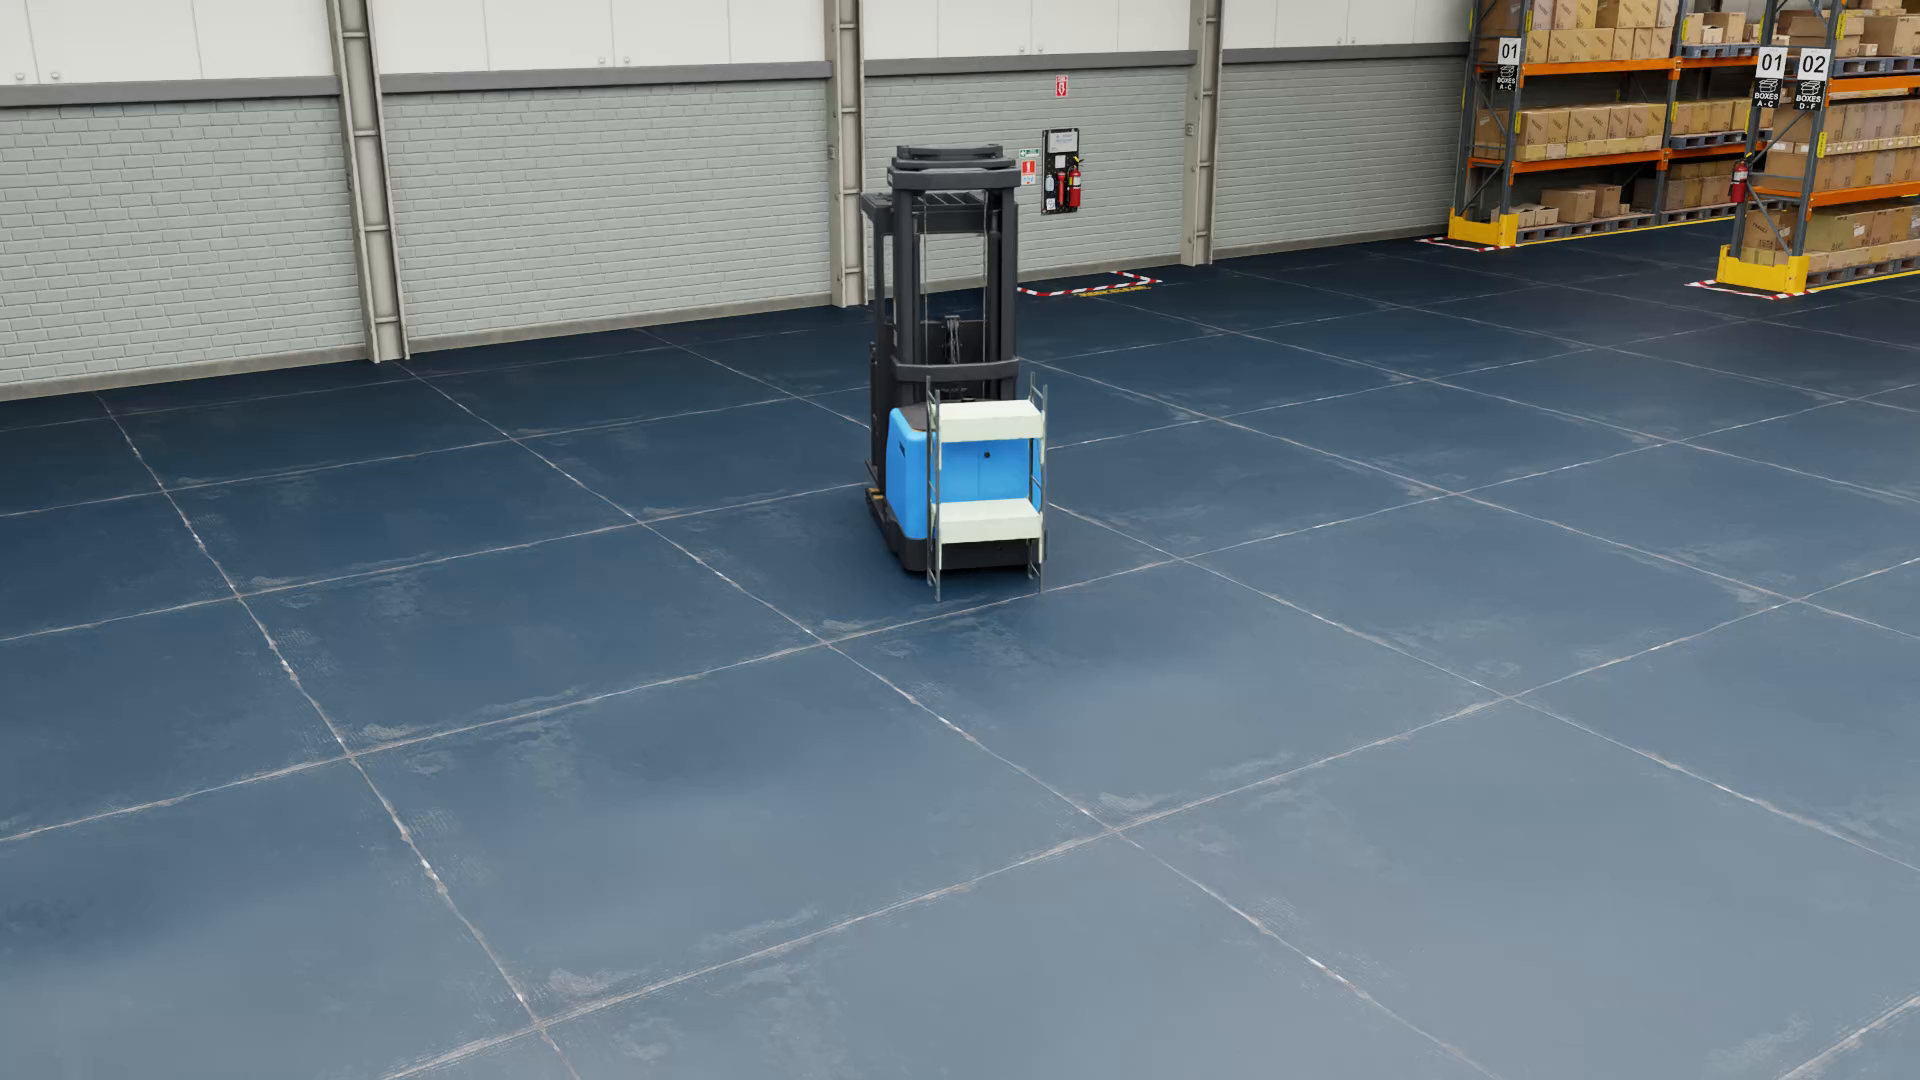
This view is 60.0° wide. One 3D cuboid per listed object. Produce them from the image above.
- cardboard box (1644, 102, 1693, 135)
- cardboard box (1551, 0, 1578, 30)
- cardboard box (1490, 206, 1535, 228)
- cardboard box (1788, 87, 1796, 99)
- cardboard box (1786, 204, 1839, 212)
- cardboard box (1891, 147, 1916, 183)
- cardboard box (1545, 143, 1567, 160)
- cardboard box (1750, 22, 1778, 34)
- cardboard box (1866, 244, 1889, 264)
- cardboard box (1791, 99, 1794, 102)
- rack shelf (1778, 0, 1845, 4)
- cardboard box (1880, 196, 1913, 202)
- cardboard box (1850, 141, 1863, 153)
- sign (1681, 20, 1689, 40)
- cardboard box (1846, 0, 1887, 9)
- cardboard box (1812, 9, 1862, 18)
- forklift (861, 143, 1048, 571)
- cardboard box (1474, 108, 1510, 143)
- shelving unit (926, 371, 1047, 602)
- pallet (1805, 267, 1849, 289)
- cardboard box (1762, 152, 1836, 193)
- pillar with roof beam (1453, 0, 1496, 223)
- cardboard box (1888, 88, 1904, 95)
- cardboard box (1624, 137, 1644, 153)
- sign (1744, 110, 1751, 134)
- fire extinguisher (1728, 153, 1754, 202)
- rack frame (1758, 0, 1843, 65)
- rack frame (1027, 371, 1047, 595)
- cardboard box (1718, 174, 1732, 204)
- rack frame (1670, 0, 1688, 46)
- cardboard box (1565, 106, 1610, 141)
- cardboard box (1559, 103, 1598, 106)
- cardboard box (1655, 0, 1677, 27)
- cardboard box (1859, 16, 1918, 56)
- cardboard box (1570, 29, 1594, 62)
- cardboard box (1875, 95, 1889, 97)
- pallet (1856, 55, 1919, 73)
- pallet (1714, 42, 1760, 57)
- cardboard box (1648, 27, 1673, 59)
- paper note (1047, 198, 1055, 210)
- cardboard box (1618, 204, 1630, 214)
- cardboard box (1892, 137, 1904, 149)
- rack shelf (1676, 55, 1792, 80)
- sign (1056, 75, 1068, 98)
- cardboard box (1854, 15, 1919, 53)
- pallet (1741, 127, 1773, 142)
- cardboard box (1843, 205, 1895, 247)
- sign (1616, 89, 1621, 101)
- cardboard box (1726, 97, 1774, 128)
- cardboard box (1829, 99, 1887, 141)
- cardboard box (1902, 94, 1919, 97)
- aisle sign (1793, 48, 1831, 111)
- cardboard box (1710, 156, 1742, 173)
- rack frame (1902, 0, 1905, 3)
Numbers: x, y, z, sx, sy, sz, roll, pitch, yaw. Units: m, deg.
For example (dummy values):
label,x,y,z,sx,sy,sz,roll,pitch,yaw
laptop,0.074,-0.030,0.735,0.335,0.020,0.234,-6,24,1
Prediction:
label,x,y,z,sx,sy,sz,roll,pitch,yaw
cardboard box,12.242,-7.333,28.908,0.500,0.500,0.700,-12,22,-31
cardboard box,9.359,-8.321,26.242,0.500,0.500,0.500,-12,22,-32
cardboard box,9.085,-5.324,27.322,0.500,0.311,0.500,-15,24,-37
cardboard box,15.684,-8.270,30.701,0.500,0.250,0.500,-11,22,-30
cardboard box,12.296,-4.573,24.055,0.500,0.500,0.500,-12,22,-31
cardboard box,13.300,-5.458,24.048,0.500,0.500,0.700,-12,22,-31
cardboard box,9.465,-6.327,26.978,0.500,0.250,0.500,-13,22,-33
cardboard box,14.411,-9.114,30.148,0.500,0.500,0.500,-12,22,-31
cardboard box,13.009,-4.163,24.012,0.500,0.250,0.500,-12,22,-31
cardboard box,15.685,-7.916,30.824,0.500,0.500,0.500,-11,22,-30
rack shelf,12.855,-7.632,23.015,4.000,0.370,1.077,-12,22,-31
cardboard box,13.966,-4.926,25.098,0.500,0.500,0.500,-12,22,-31
cardboard box,12.271,-5.468,23.067,0.250,0.149,0.380,-12,22,-32
sign,12.103,-8.519,27.768,0.005,0.325,0.100,-12,22,-31
cardboard box,17.220,-10.216,31.583,0.500,0.250,0.500,-13,22,-33
cardboard box,16.395,-9.680,31.167,0.500,0.500,0.700,-11,21,-29
forklift,-0.154,-1.599,12.899,1.130,2.935,3.031,-4,19,-10
cardboard box,8.734,-6.725,26.987,0.500,0.500,0.500,-12,22,-32
shelving unit,0.175,-0.368,11.480,0.755,1.500,0.431,-4,20,-10
pallet,11.800,-3.793,23.633,1.213,0.211,1.003,-12,22,-31
cardboard box,11.582,-5.094,22.972,0.500,0.500,0.700,-12,22,-31
pillar with roof beam,10.934,-8.337,23.354,0.400,9.000,9.100,-12,22,-31
cardboard box,17.798,-8.720,32.033,0.500,0.250,0.500,-11,22,-30
cardboard box,11.148,-6.685,28.037,0.500,0.250,0.500,-12,22,-31
sign,10.898,-5.776,22.968,0.005,0.325,0.100,-12,22,-31
fire extinguisher,10.831,-5.034,23.073,0.183,0.674,0.296,-12,22,-31
rack frame,11.185,-7.810,21.794,0.127,3.000,1.000,-12,22,-31
rack frame,0.534,-0.390,11.546,0.023,1.500,0.400,-4,20,-10
cardboard box,13.672,-6.430,30.296,0.500,0.500,0.700,-12,22,-32
rack frame,11.798,-9.838,27.795,0.127,3.000,1.000,-12,22,-31
cardboard box,10.299,-6.857,27.376,0.500,0.500,0.500,-11,22,-30
cardboard box,10.437,-7.087,28.056,0.500,0.500,0.500,-11,22,-30
cardboard box,11.529,-8.787,27.621,0.500,0.500,0.500,-14,23,-36
cardboard box,12.722,-6.921,22.818,0.500,0.500,0.500,-12,22,-31
cardboard box,9.774,-7.939,26.674,0.500,0.500,0.500,-11,21,-29
cardboard box,17.388,-8.276,31.889,0.500,0.500,0.500,-12,22,-31
pallet,12.810,-6.680,23.276,1.213,0.211,1.003,-12,22,-31
pallet,13.237,-8.592,29.086,1.003,0.211,1.213,-12,22,-31
cardboard box,11.510,-8.319,27.797,0.500,0.500,0.500,-11,22,-30
paper note,1.284,-4.735,23.441,0.142,0.148,0.016,-12,22,-31
cardboard box,11.368,-5.760,28.837,0.250,0.166,0.380,-16,24,-38
cardboard box,13.135,-5.651,23.607,0.250,0.149,0.380,-11,22,-30
rack shelf,13.468,-8.429,29.433,4.000,0.370,1.077,-12,22,-31
sign,1.409,-6.288,23.041,0.199,0.298,0.001,-12,22,-31
cardboard box,13.081,-7.151,23.494,0.637,0.503,0.797,-9,21,-25
pallet,14.602,-7.456,30.415,1.003,0.211,1.213,-12,22,-31
cardboard box,13.009,-4.518,23.891,0.500,0.500,0.500,-12,22,-31
sign,11.490,-7.693,29.008,0.005,0.325,0.100,-12,22,-31
cardboard box,14.300,-7.766,30.188,0.500,0.500,0.700,-14,23,-36
cardboard box,12.483,-5.901,23.333,0.500,0.500,0.700,-12,22,-31
cardboard box,14.158,-6.254,24.379,0.500,0.500,0.700,-12,22,-31
aisle sign,11.298,-6.106,22.062,0.004,0.787,0.394,-12,22,-31
cardboard box,14.056,-6.856,30.386,0.500,0.250,0.500,-11,22,-30
rack frame,18.479,-11.248,31.964,0.127,3.000,1.000,-12,22,-31
